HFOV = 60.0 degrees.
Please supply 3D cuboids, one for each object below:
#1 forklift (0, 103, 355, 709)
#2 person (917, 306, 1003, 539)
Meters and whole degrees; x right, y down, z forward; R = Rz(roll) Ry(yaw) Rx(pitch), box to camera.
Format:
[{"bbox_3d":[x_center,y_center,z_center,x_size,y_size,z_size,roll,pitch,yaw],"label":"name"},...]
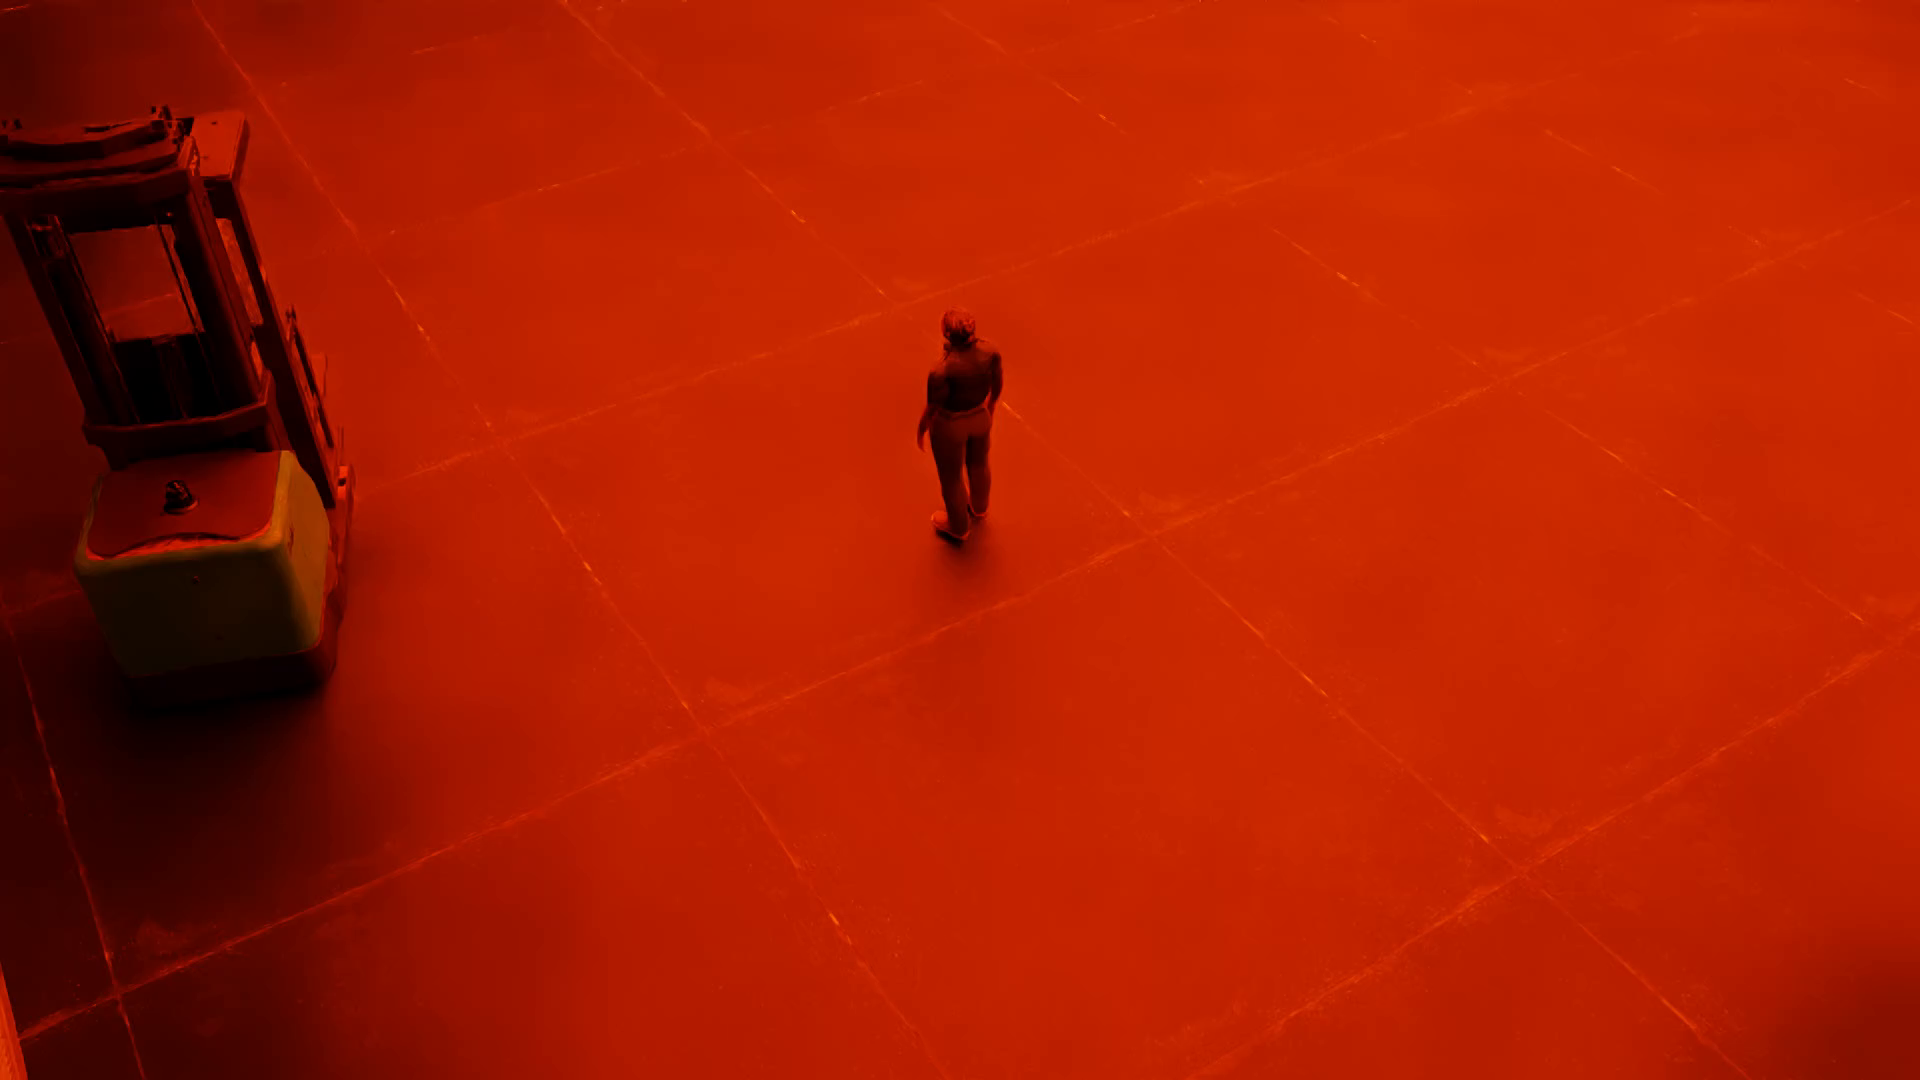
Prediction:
[{"bbox_3d":[-4.283,-1.176,9.216,1.130,2.935,3.031,-8,42,-9],"label":"forklift"},{"bbox_3d":[-0.030,-0.714,9.587,0.570,1.654,0.504,-23,46,-24],"label":"person"}]
